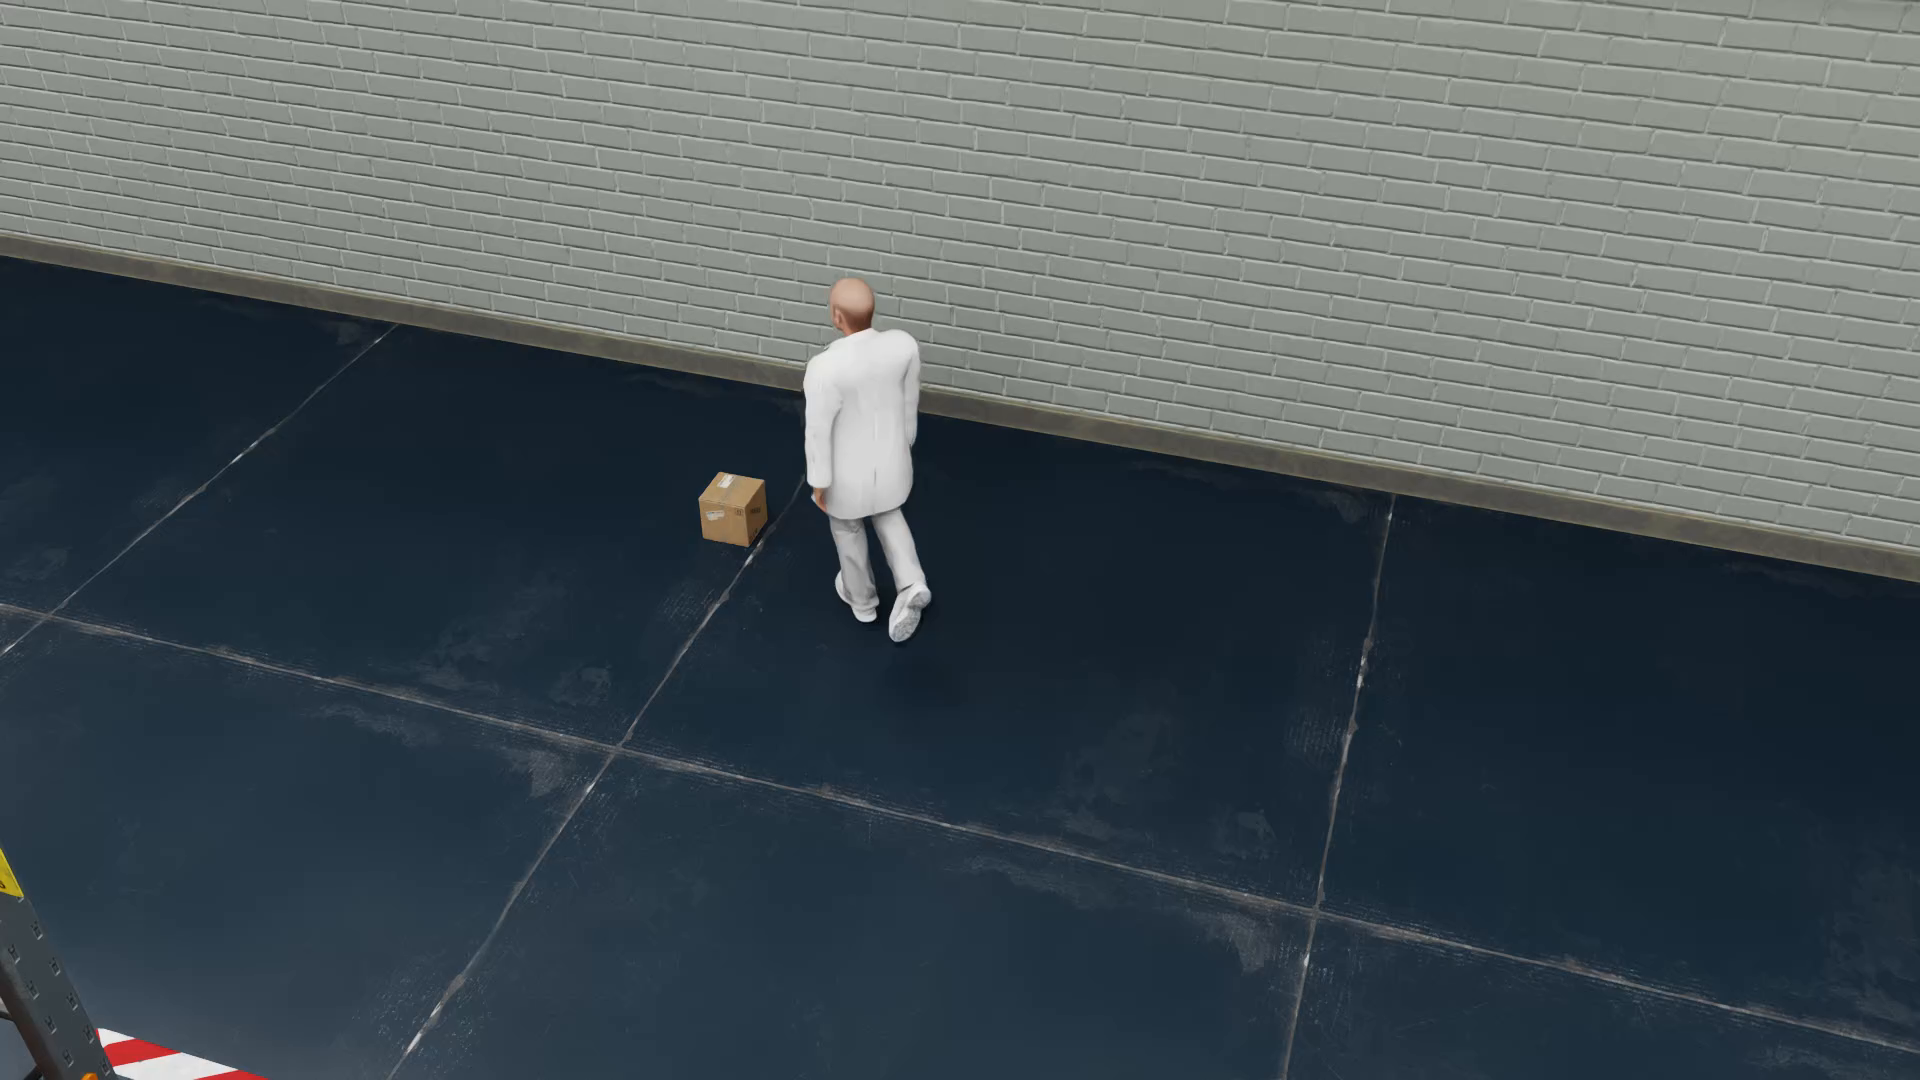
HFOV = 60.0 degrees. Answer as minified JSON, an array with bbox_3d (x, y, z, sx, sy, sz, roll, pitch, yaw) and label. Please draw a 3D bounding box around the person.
[{"bbox_3d":[-0.413,-0.331,7.314,0.568,1.766,0.714,-16,40,-21],"label":"person"}]
